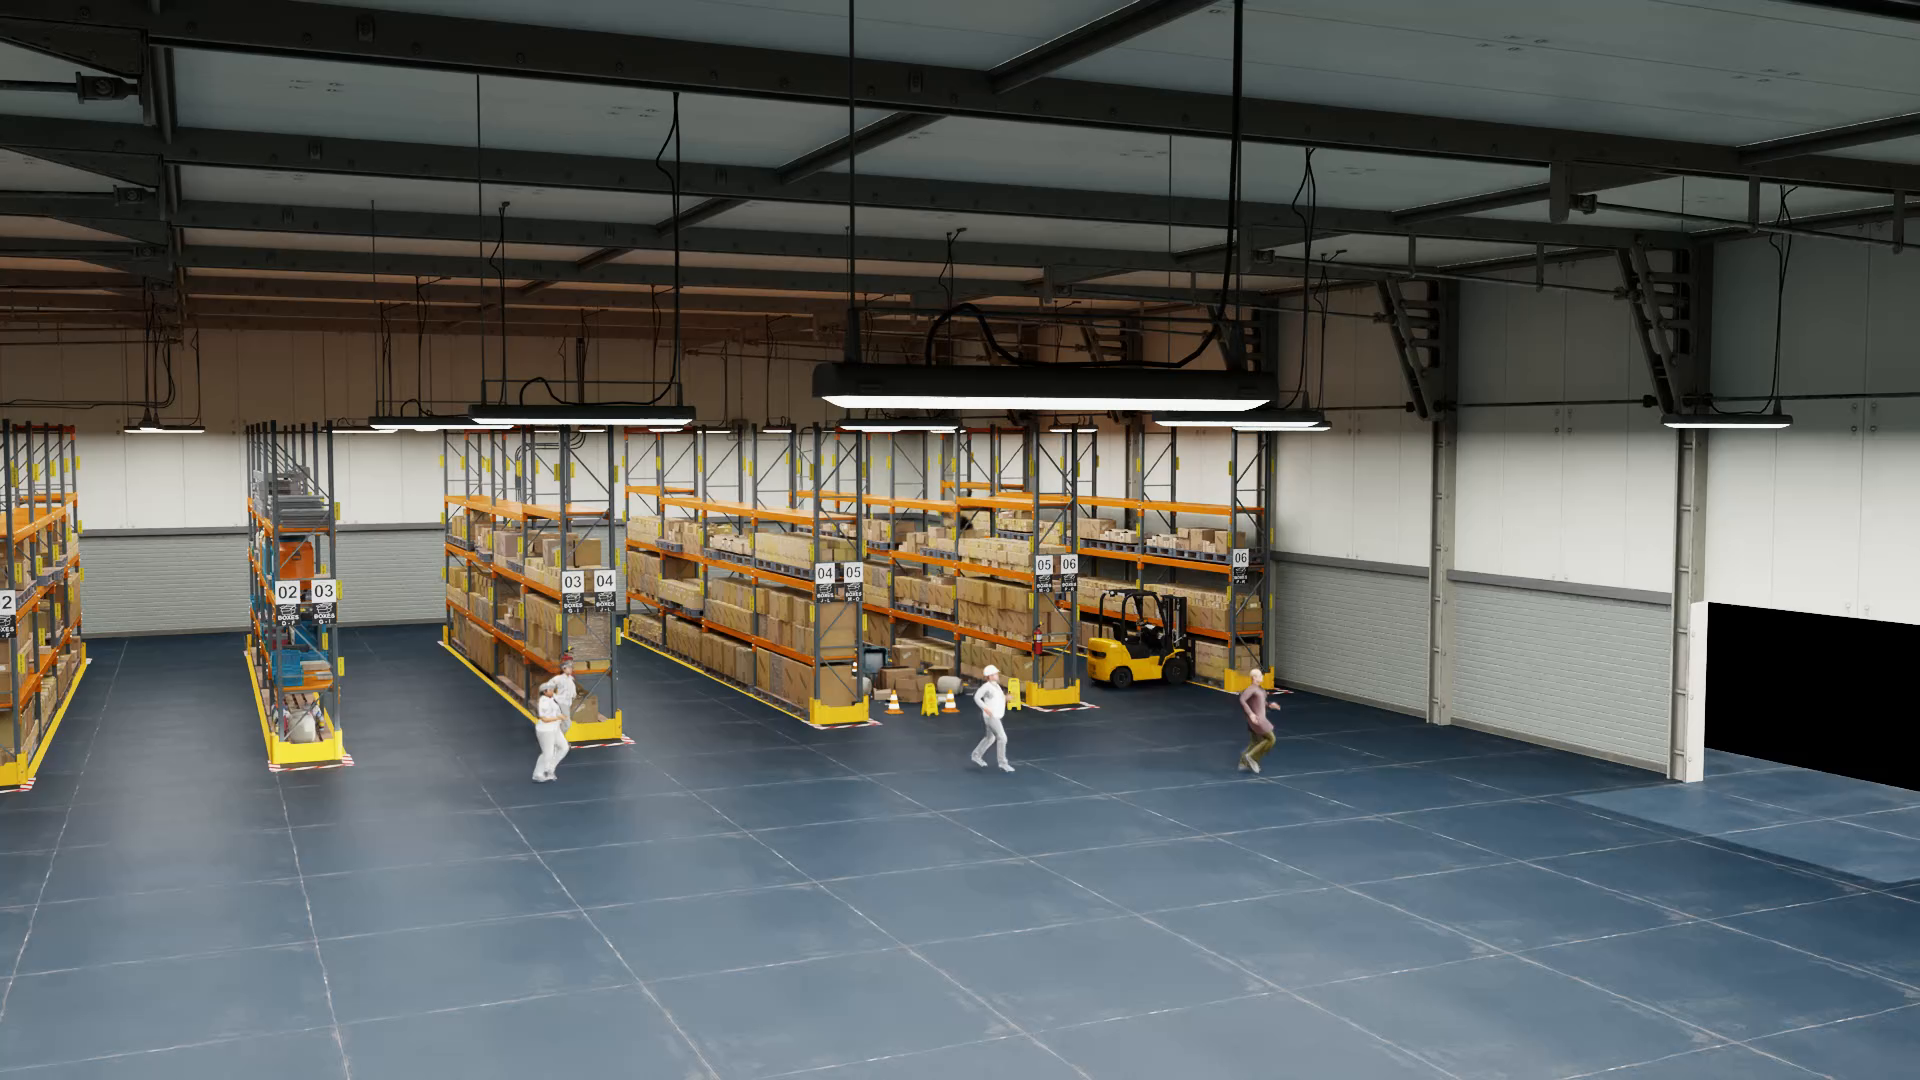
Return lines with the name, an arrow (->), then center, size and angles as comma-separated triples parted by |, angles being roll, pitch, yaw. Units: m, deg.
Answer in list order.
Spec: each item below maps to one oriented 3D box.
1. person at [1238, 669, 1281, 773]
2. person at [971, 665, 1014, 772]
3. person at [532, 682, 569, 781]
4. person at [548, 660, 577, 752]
person -> 5.086, 3.071, 28.244 | 0.709, 1.746, 0.685 | 1, 4, 15
person -> 0.561, 3.043, 28.442 | 0.790, 1.809, 0.647 | 1, 4, 13
person -> -6.768, 3.183, 27.521 | 0.632, 1.668, 0.589 | 0, 4, 5
person -> -7.204, 3.016, 30.122 | 0.603, 1.694, 0.599 | 1, 4, 19
